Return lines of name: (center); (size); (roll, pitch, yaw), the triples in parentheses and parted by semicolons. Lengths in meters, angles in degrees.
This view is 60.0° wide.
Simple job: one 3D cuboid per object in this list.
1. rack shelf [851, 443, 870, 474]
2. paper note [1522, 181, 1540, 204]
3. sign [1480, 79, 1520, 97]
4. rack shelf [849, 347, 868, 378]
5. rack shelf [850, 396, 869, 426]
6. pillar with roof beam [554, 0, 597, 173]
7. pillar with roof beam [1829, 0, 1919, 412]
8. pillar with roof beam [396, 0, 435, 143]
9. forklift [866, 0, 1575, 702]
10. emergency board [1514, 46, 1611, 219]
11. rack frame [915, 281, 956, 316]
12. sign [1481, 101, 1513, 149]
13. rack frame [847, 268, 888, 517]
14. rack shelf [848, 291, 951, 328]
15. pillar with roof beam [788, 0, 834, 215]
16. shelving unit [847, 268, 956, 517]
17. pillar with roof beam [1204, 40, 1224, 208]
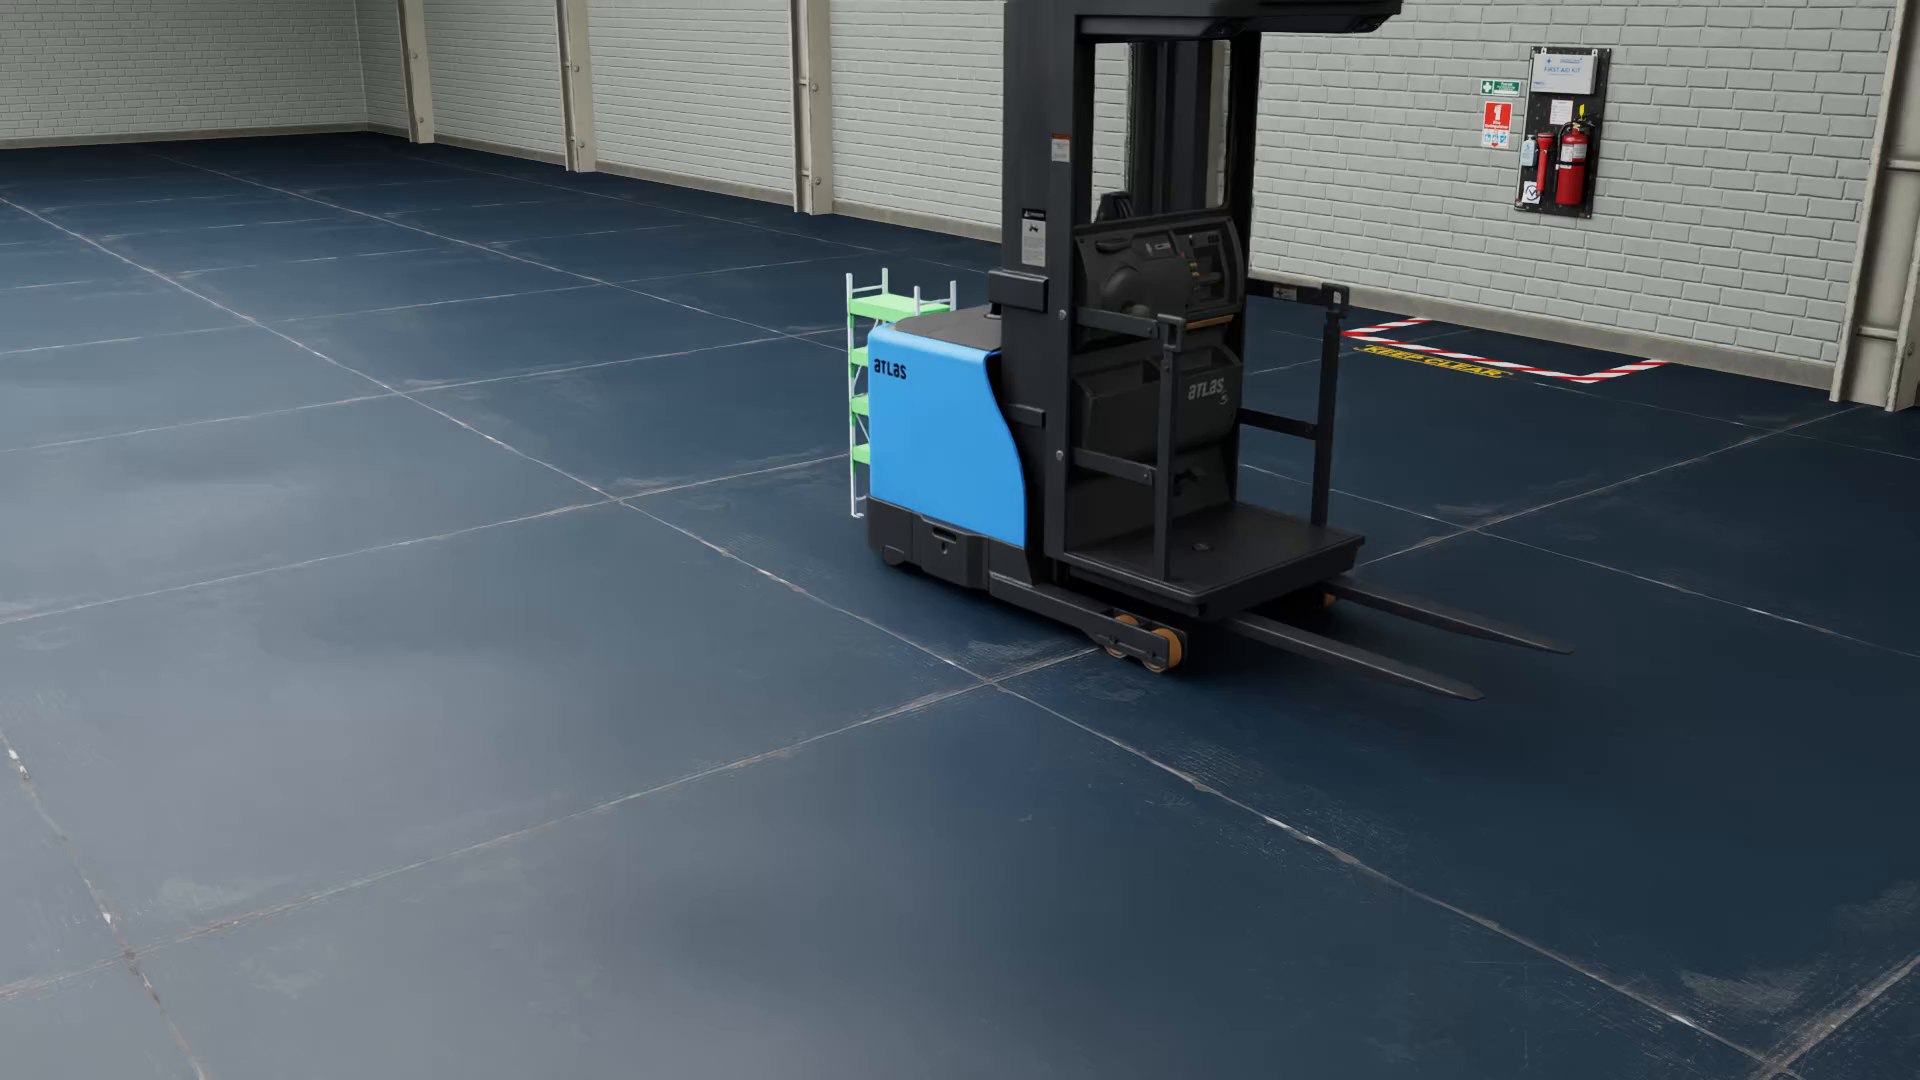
rack shelf: (-0.277, -0.365, 8.022); (0.258, 0.148, 0.480); (-16, 24, -40)
paper note: (4.189, -2.546, 12.182); (0.016, 0.148, 0.142); (-14, 23, -36)
sign: (3.978, -3.329, 12.246); (0.001, 0.109, 0.331); (-14, 23, -36)
rack shelf: (-0.277, -0.820, 7.871); (0.258, 0.148, 0.480); (-16, 24, -40)
rack shelf: (-0.277, -0.592, 7.946); (0.258, 0.148, 0.480); (-16, 24, -40)
pillar with roof beam: (-8.802, -8.734, 19.924); (9.100, 9.000, 0.400); (-14, 23, -36)
pillar with roof beam: (2.374, -4.299, 6.529); (9.100, 9.000, 0.400); (-14, 23, -36)
pillar with roof beam: (-12.527, -10.213, 24.389); (9.100, 9.000, 0.400); (-14, 23, -36)
forklift: (0.944, -1.067, 6.424); (1.130, 2.935, 3.031); (-16, 24, -40)
emergency board: (4.245, -2.907, 11.871); (0.194, 1.169, 0.643); (-14, 23, -36)
rack frame: (-0.112, -0.597, 7.755); (0.240, 1.200, 0.015); (-16, 24, -40)
sign: (3.982, -3.081, 12.338); (0.001, 0.329, 0.234); (-14, 23, -36)
rack frame: (-0.441, -0.710, 8.097); (0.240, 1.200, 0.015); (-16, 24, -40)
rack shelf: (-0.277, -1.048, 7.795); (0.258, 0.148, 0.480); (-16, 24, -40)
pillar with roof beam: (-5.076, -7.256, 15.459); (9.100, 9.000, 0.400); (-14, 23, -36)
shelving unit: (-0.277, -0.653, 7.926); (0.258, 1.200, 0.503); (-16, 24, -40)
pillar with roof beam: (-1.351, -5.777, 10.994); (9.100, 9.000, 0.400); (-14, 23, -36)
